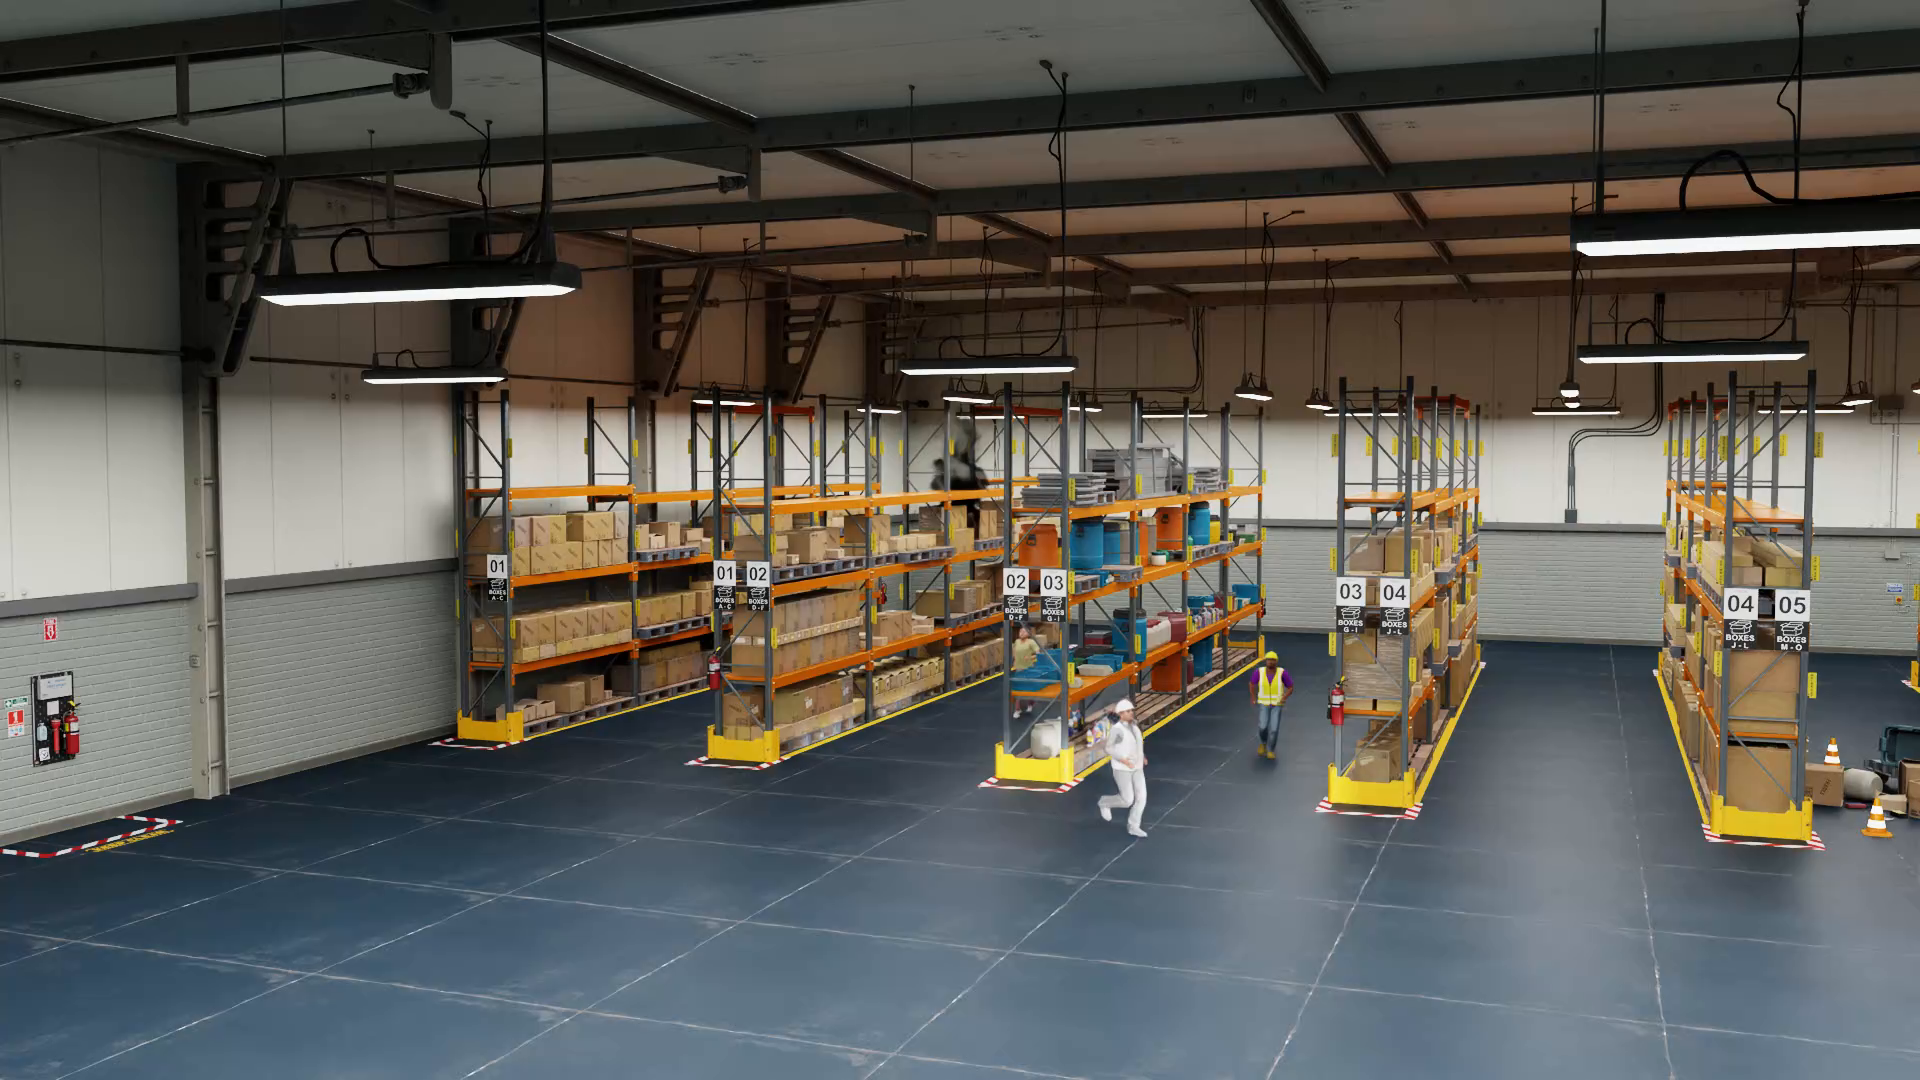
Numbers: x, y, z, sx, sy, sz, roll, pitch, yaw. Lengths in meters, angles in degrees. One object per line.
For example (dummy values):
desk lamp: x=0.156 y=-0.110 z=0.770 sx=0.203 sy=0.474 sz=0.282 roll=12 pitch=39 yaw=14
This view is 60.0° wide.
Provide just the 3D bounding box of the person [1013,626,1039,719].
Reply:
person: x=1.226 y=2.449 z=31.135 sx=0.569 sy=1.703 sz=0.839 roll=1 pitch=3 yaw=19

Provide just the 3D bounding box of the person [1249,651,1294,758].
person: x=5.010 y=2.656 z=26.772 sx=0.706 sy=1.729 sz=0.574 roll=1 pitch=3 yaw=11

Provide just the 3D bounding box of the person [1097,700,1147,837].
person: x=2.152 y=2.946 z=21.595 sx=0.659 sy=1.740 sz=0.765 roll=-3 pitch=4 yaw=-42
